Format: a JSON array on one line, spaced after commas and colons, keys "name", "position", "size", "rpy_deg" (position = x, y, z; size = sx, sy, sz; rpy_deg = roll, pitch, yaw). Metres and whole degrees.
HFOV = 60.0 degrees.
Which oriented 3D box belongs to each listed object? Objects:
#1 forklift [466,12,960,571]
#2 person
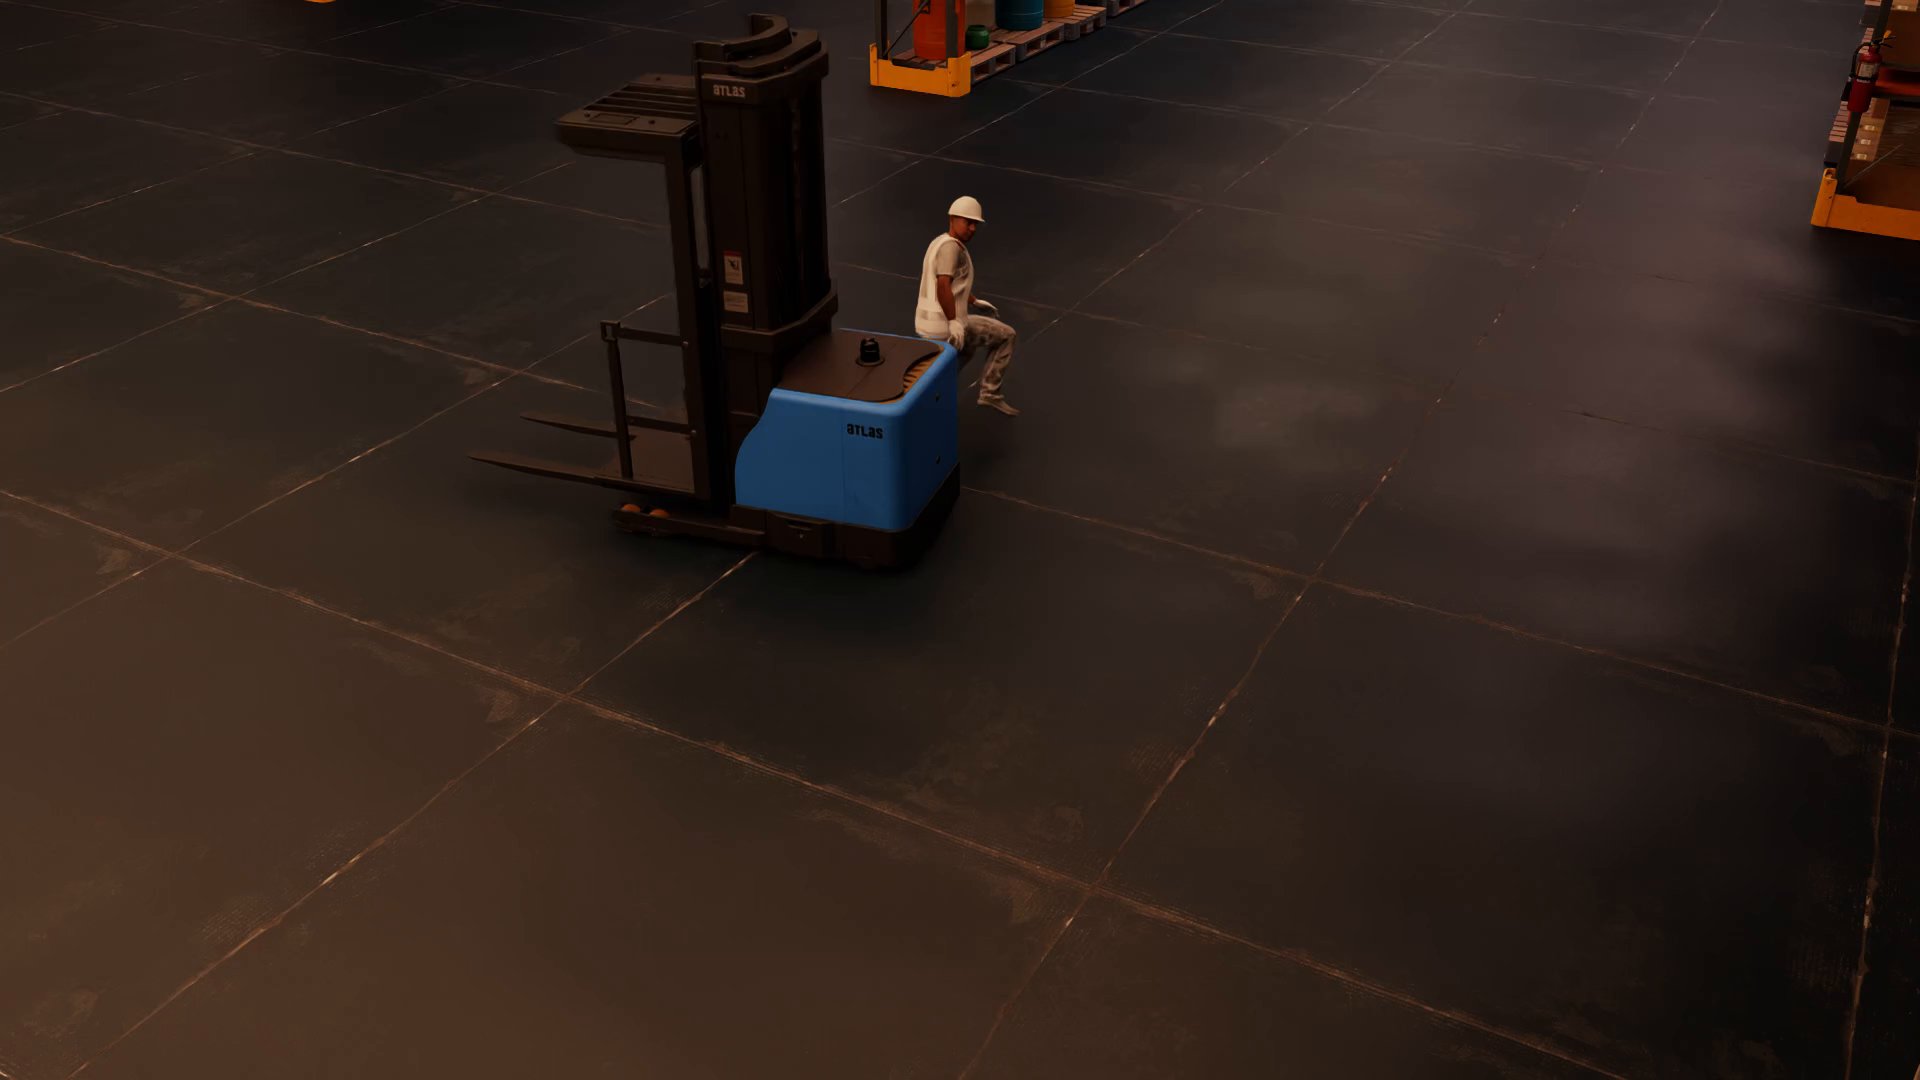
[{"name": "forklift", "position": [-1.575, -1.525, 9.713], "size": [3.031, 2.935, 1.130], "rpy_deg": [10, 31, 16]}, {"name": "person", "position": [0.057, -1.504, 11.117], "size": [0.719, 1.540, 0.822], "rpy_deg": [-13, 32, -21]}]
